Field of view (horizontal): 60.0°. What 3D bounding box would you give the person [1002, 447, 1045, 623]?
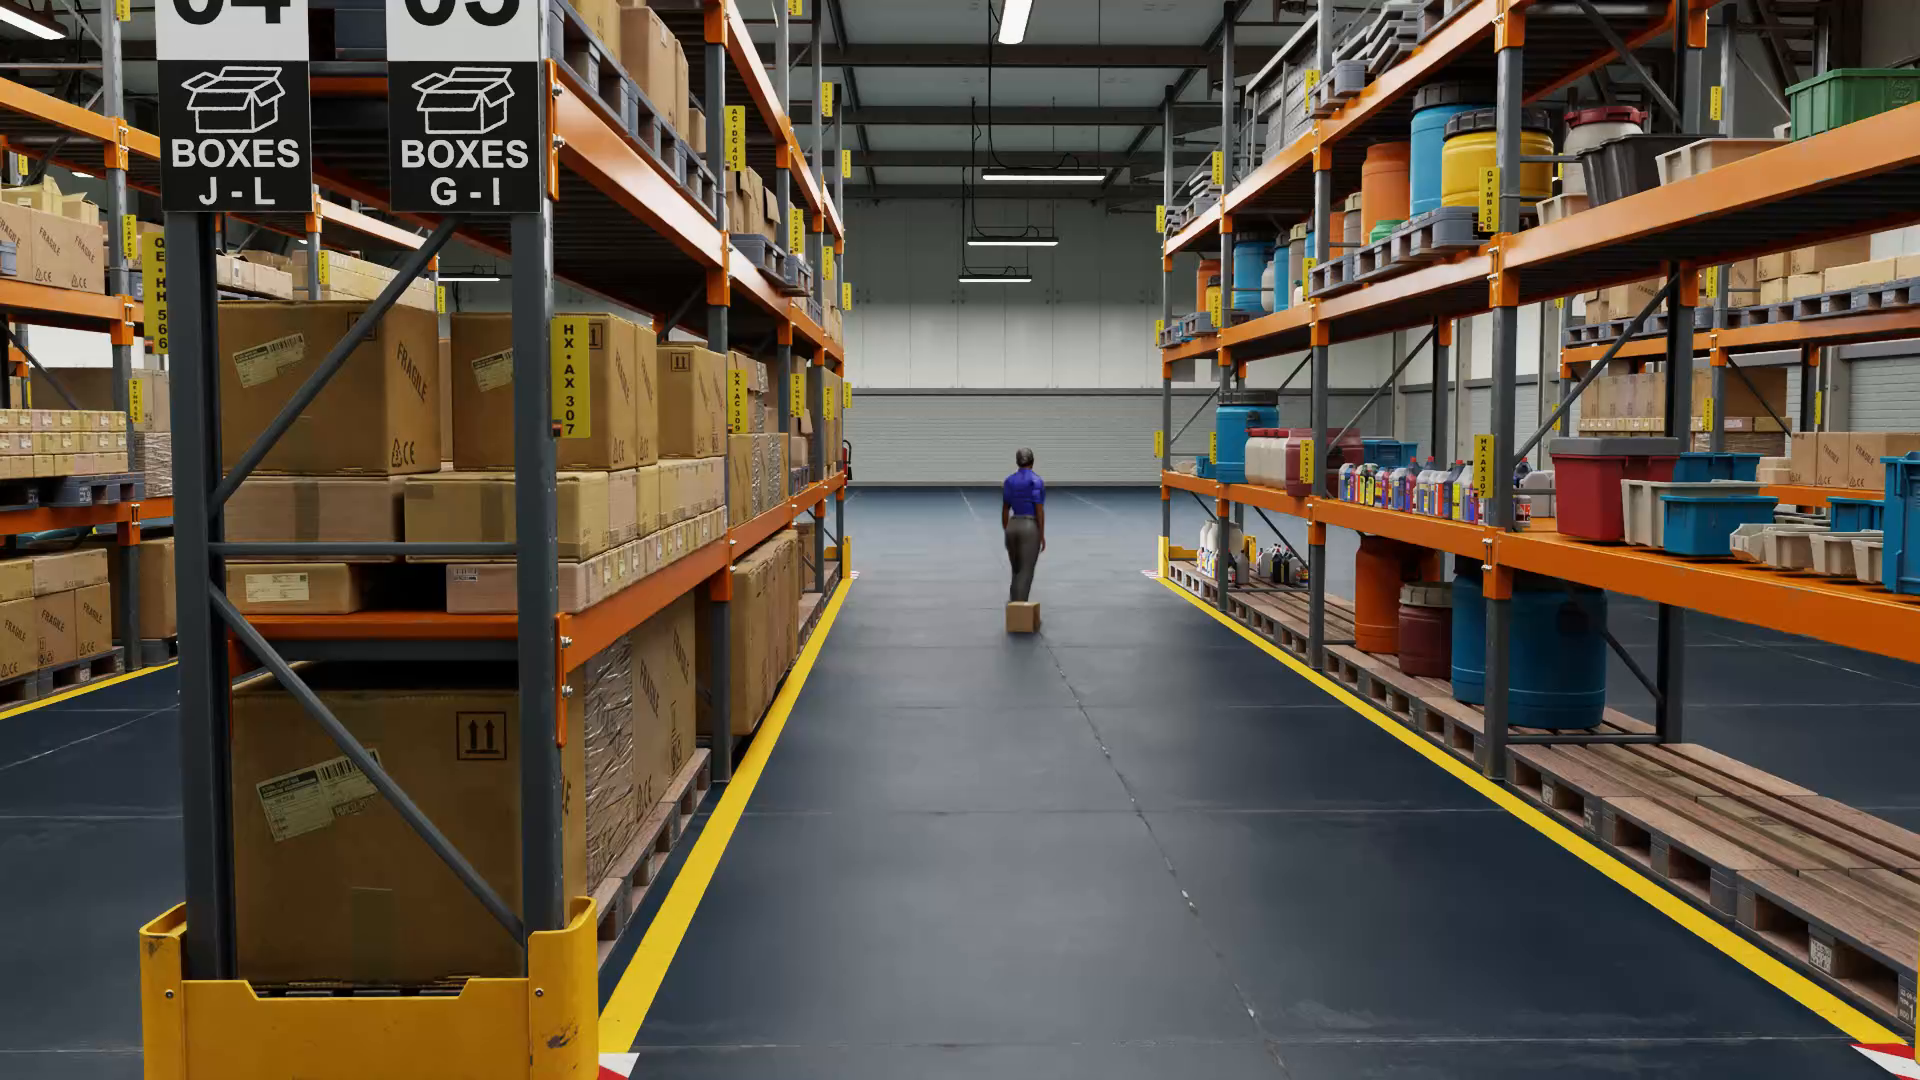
[{"bbox_3d":[0.608,-0.042,15.552,0.495,1.657,0.533,4,5,44],"label":"person"}]
